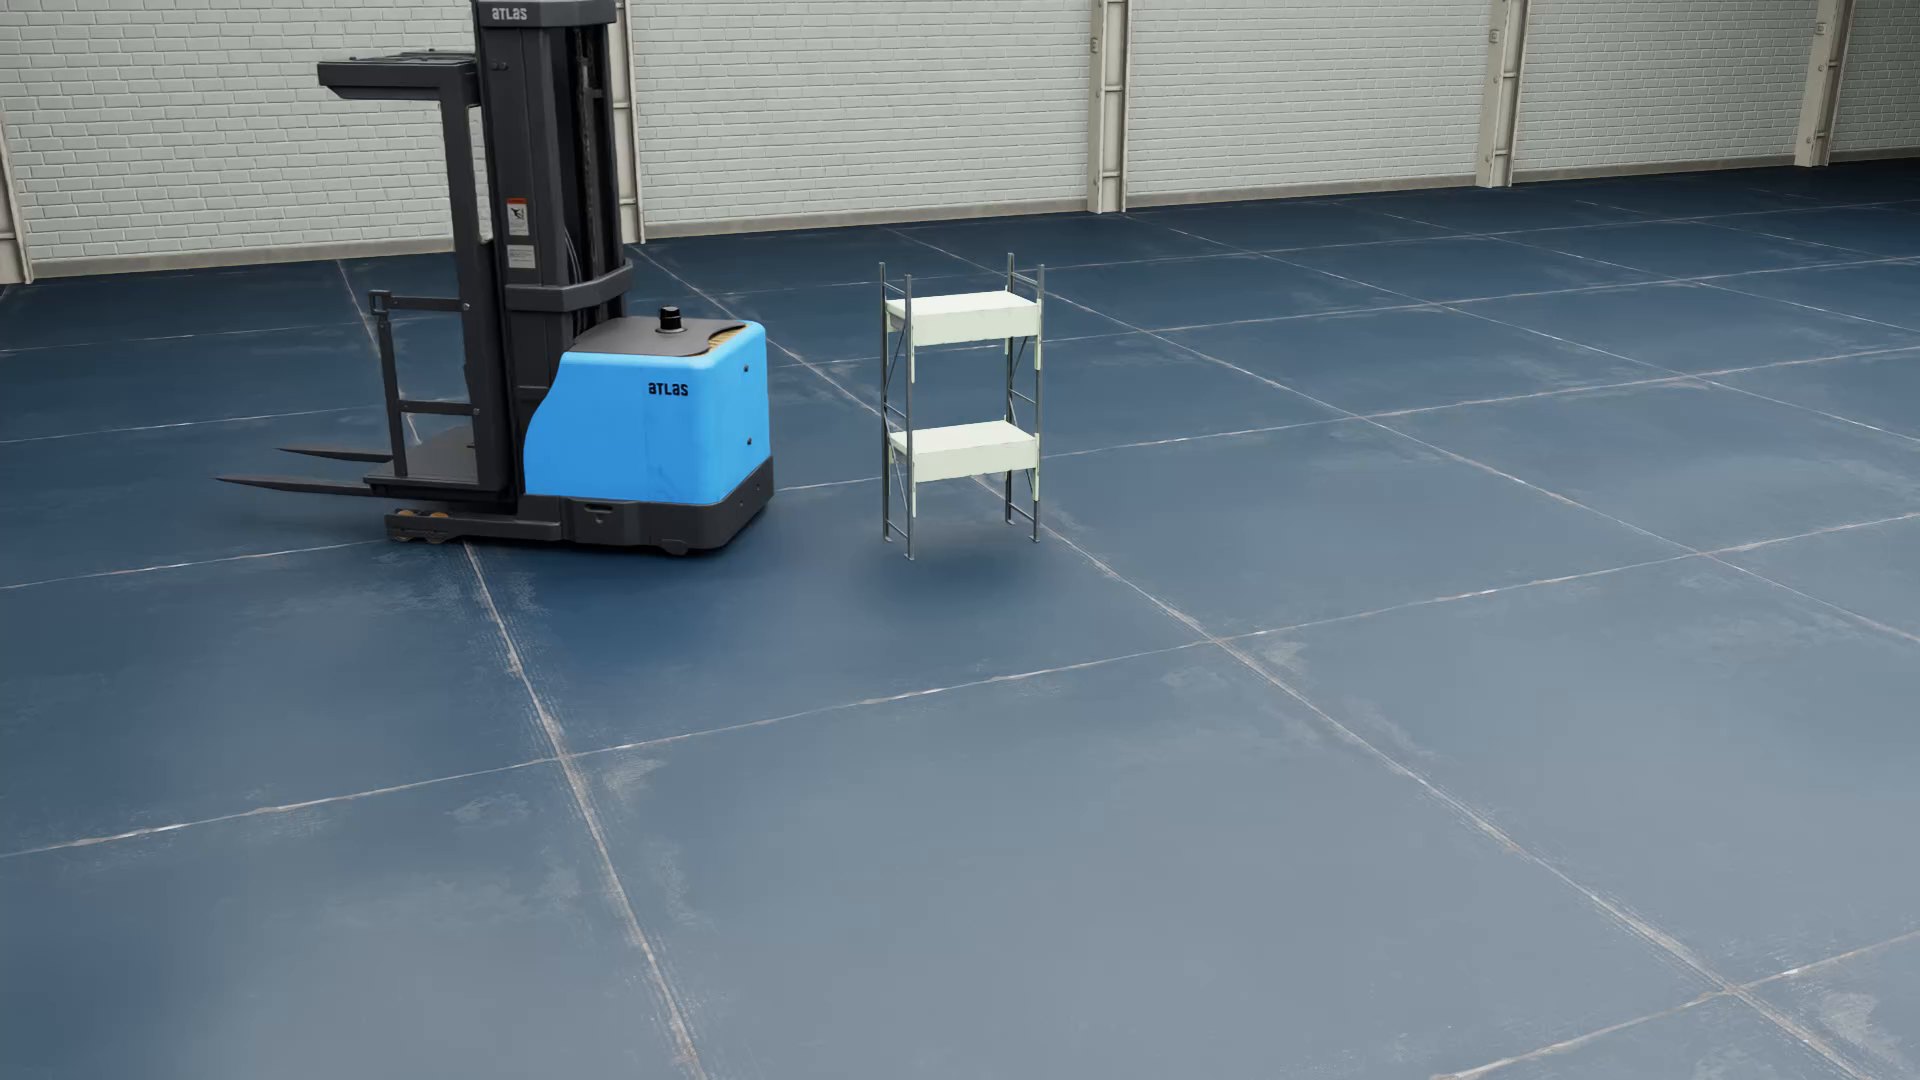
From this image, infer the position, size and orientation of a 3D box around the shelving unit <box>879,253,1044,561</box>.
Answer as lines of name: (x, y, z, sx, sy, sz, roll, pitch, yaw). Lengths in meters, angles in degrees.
shelving unit: (0.006, -0.708, 8.775, 0.755, 1.500, 0.431, -8, 21, -22)

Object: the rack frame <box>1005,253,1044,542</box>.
rack frame: (0.342, -0.756, 8.912, 0.023, 1.500, 0.400, -8, 21, -22)

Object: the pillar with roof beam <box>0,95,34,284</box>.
pillar with roof beam: (-7.505, -5.431, 10.897, 0.400, 9.000, 9.100, -8, 21, -22)

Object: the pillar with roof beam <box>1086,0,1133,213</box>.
pillar with roof beam: (3.513, -7.010, 15.381, 0.400, 9.000, 9.100, -8, 21, -22)

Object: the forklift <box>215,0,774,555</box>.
forklift: (-2.635, -1.529, 8.952, 3.031, 2.935, 1.130, 4, 20, 11)

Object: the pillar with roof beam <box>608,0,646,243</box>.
pillar with roof beam: (-1.996, -6.220, 13.139, 0.400, 9.000, 9.100, -8, 21, -22)

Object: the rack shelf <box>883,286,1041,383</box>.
rack shelf: (0.006, -1.076, 8.646, 0.720, 0.370, 0.431, -8, 21, -22)

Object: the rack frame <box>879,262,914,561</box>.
rack frame: (-0.330, -0.660, 8.639, 0.023, 1.500, 0.400, -8, 21, -22)

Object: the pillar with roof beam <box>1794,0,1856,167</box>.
pillar with roof beam: (14.532, -8.588, 19.864, 0.400, 9.000, 9.100, -8, 21, -22)

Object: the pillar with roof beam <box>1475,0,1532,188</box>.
pillar with roof beam: (9.023, -7.799, 17.622, 0.400, 9.000, 9.100, -8, 21, -22)

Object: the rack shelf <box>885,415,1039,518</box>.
rack shelf: (0.006, -0.401, 8.884, 0.720, 0.370, 0.431, -8, 21, -22)
